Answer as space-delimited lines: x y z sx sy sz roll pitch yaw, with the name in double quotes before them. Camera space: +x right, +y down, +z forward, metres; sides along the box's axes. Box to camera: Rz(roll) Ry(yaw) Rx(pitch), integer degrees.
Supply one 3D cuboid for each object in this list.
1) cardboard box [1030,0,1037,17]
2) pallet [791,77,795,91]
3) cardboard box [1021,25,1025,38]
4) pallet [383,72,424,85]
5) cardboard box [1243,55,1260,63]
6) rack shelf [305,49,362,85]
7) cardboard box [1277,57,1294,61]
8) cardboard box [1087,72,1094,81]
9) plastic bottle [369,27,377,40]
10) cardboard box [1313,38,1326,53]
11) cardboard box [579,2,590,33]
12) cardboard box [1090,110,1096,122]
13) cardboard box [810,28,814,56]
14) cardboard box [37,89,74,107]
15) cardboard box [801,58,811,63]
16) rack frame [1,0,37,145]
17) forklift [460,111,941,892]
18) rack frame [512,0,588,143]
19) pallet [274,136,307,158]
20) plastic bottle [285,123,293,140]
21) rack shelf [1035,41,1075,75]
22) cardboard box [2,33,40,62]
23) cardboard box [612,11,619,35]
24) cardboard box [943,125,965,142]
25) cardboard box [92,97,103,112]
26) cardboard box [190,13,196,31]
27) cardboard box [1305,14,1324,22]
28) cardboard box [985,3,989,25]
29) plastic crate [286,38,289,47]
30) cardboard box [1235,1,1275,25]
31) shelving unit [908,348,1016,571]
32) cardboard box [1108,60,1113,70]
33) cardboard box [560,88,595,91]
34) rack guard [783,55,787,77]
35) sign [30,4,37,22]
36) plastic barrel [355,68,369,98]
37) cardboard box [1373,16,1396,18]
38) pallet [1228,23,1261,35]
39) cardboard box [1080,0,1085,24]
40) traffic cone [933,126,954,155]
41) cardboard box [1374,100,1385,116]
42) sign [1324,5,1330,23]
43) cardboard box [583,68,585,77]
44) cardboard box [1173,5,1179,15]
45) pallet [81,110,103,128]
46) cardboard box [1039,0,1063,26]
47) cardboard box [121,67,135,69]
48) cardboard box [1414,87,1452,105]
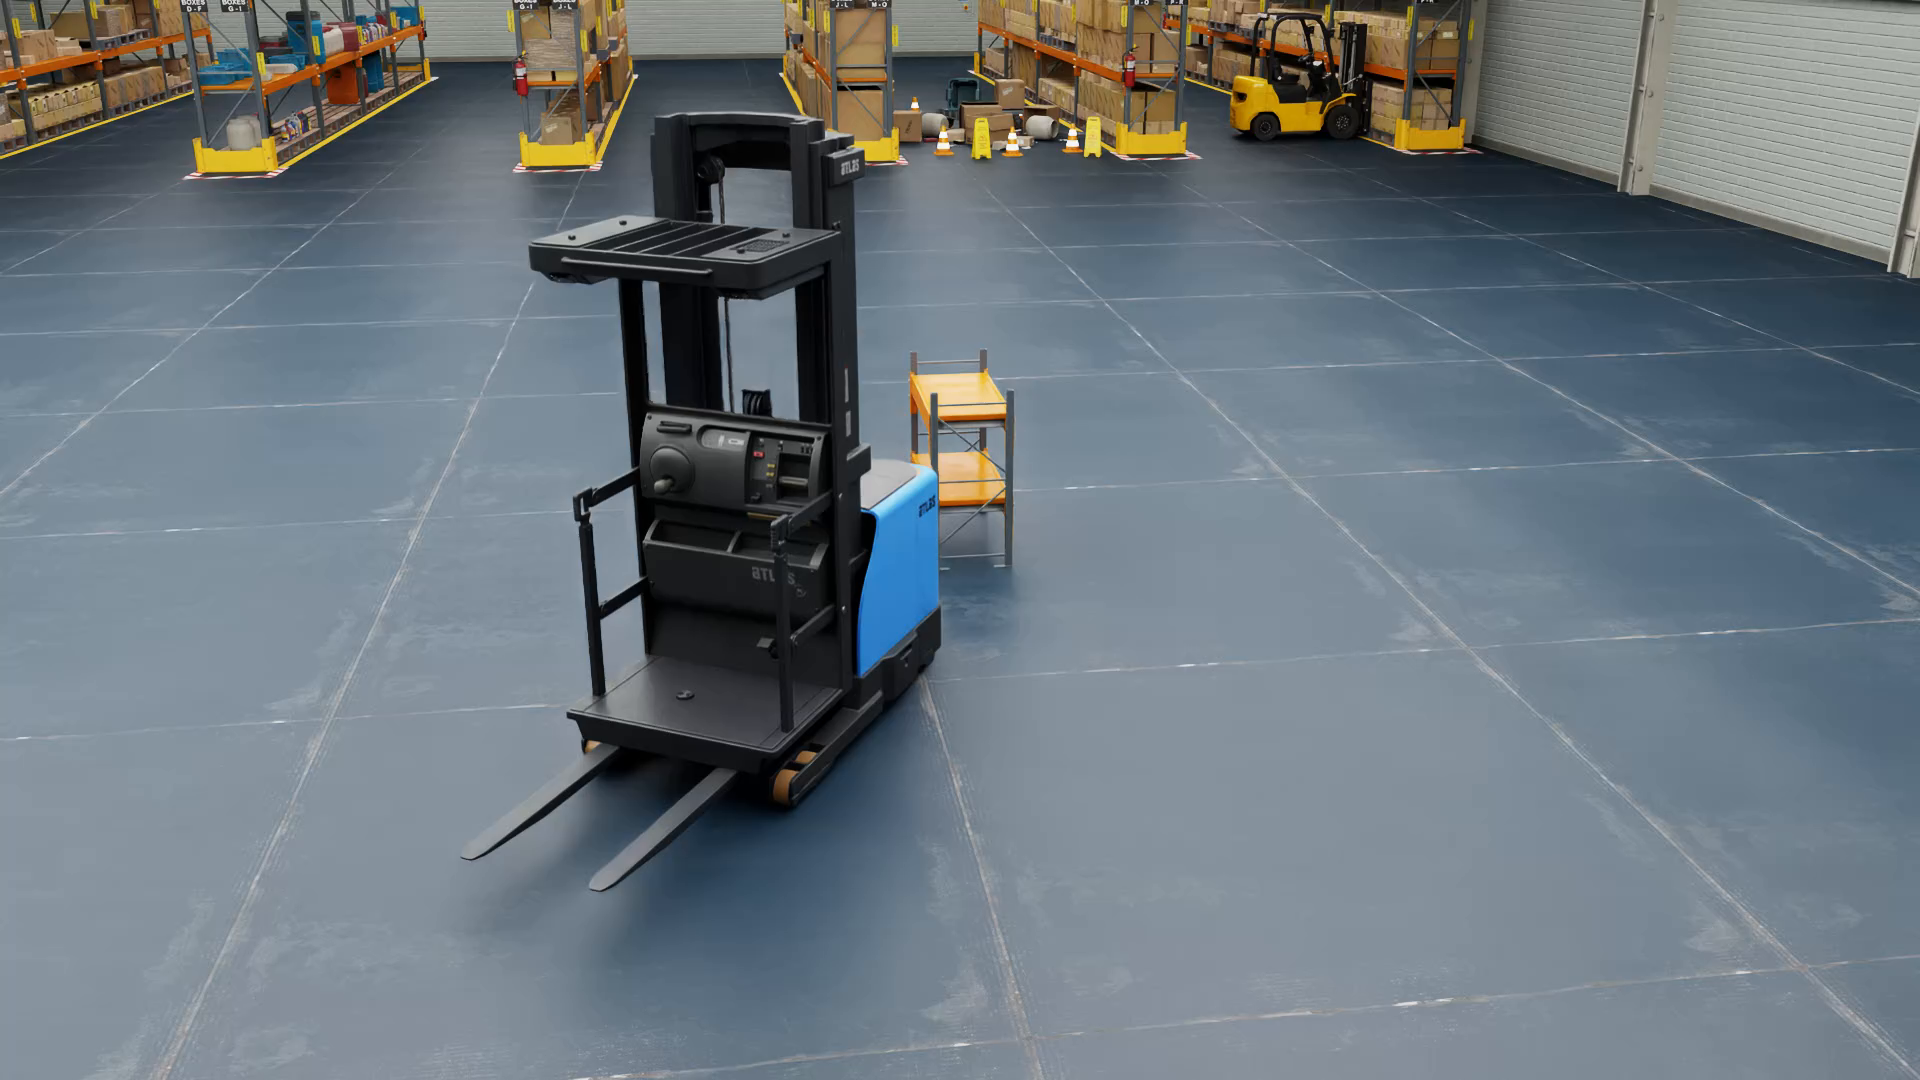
"cardboard box" 1.790 -11.467 35.559 0.500 0.500 0.500 -3 21 -9
"pallet" -3.469 -10.811 39.359 1.003 0.211 1.213 -3 21 -8
"cardboard box" 1.647 -11.229 36.708 0.500 0.250 0.500 -3 21 -8
"pallet" -13.657 -11.212 40.435 1.003 0.211 1.213 -3 21 -8
"cardboard box" 6.619 -10.892 37.636 0.380 0.149 0.250 -3 21 -9
"rack shelf" -12.296 -9.007 31.572 1.077 0.370 4.000 -3 21 -8
"cardboard box" 7.256 -10.657 37.007 0.380 0.149 0.250 -2 21 -6
"cardboard box" 2.552 -8.523 30.579 0.380 0.149 0.250 -2 21 -6
"plastic bottle" -12.640 -10.895 35.778 0.152 0.276 0.135 -3 21 -8
"cardboard box" 7.279 -9.744 32.731 0.500 0.250 0.500 -2 21 -7
"cardboard box" -6.478 -8.722 27.783 0.500 0.500 0.500 -3 21 -8
"cardboard box" 2.685 -7.724 30.439 0.500 0.250 0.500 -3 21 -8
"cardboard box" -2.597 -9.505 31.736 0.500 0.500 0.500 -3 21 -8
"cardboard box" -16.946 -8.262 31.078 0.500 0.311 0.500 -2 21 -6
"cardboard box" -3.119 -10.102 35.377 0.500 0.250 0.500 -3 21 -9
"rack frame" -16.910 -8.403 28.927 1.000 3.000 0.127 -3 21 -8
"forklift" -1.127 -0.339 7.434 1.130 2.935 3.031 8 22 21
"rack frame" -6.530 -7.516 26.553 1.000 3.000 0.127 -3 21 -8
"pallet" -11.773 -6.687 28.319 1.003 0.211 1.213 -3 21 -8
"plastic bottle" -11.434 -6.957 28.325 0.097 0.271 0.097 0 20 0
"rack shelf" 2.411 -9.757 33.580 1.077 0.370 4.000 -3 21 -8
"cardboard box" -17.081 -8.899 30.112 0.500 0.500 0.500 -1 21 -4
"cardboard box" -7.922 -11.570 37.263 0.500 0.500 0.500 -3 21 -8
"cardboard box" -0.114 -7.333 29.971 0.396 0.266 0.258 1 20 2
"cardboard box" -17.170 -8.527 32.588 0.500 0.250 0.500 -2 21 -6
"cardboard box" -18.161 -12.111 38.712 0.500 0.500 0.500 -3 21 -7
"cardboard box" 7.159 -10.465 33.377 0.380 0.149 0.250 -3 21 -9
"cardboard box" 0.911 -13.071 41.283 0.500 0.500 0.500 -3 21 -8
"plastic crate" -12.475 -9.010 30.576 0.392 0.384 0.575 -3 21 -8
"cardboard box" 6.616 -11.839 37.378 0.797 0.503 0.637 -3 21 -9
"shelving unit" -0.001 -0.529 10.526 0.538 1.125 1.048 -3 21 -8
"cardboard box" 2.782 -8.277 28.948 0.380 0.149 0.250 -3 21 -7
"cardboard box" -7.224 -8.316 31.639 0.700 0.500 0.500 -3 21 -8
"rack guard" -3.903 -12.074 42.329 1.175 0.500 0.348 -3 21 -8
"sign" -18.022 -10.262 32.364 0.100 0.325 0.005 -3 21 -8
"plastic barrel" -12.835 -9.663 35.147 0.600 0.588 0.708 -3 21 -8
"cardboard box" 7.700 -9.402 30.107 0.380 0.149 0.250 -3 21 -7
"pallet" 6.749 -11.621 37.817 1.003 0.211 1.213 -3 21 -8
"cardboard box" 2.600 -9.714 30.442 0.700 0.500 0.500 -3 21 -7
"traffic cone" -0.279 -6.799 28.257 0.336 0.463 0.334 -3 21 -8
"cardboard box" 7.746 -7.738 29.761 0.500 0.250 0.500 -3 21 -8
"sign" 7.075 -10.127 32.002 0.100 0.325 0.005 -3 21 -8
"cardboard box" -6.374 -7.684 27.362 0.380 0.149 0.250 -3 21 -8
"cardboard box" 5.753 -13.531 42.447 0.500 0.250 0.500 -3 21 -7
"pallet" -17.407 -8.195 32.355 1.003 0.211 1.213 -3 21 -8
"cardboard box" 1.959 -11.001 34.716 0.500 0.500 0.500 -4 21 -9
"cardboard box" -18.235 -10.028 36.222 0.500 0.500 0.500 -4 21 -10
"cardboard box" 8.306 -7.821 29.269 0.500 0.250 0.500 -3 21 -9
